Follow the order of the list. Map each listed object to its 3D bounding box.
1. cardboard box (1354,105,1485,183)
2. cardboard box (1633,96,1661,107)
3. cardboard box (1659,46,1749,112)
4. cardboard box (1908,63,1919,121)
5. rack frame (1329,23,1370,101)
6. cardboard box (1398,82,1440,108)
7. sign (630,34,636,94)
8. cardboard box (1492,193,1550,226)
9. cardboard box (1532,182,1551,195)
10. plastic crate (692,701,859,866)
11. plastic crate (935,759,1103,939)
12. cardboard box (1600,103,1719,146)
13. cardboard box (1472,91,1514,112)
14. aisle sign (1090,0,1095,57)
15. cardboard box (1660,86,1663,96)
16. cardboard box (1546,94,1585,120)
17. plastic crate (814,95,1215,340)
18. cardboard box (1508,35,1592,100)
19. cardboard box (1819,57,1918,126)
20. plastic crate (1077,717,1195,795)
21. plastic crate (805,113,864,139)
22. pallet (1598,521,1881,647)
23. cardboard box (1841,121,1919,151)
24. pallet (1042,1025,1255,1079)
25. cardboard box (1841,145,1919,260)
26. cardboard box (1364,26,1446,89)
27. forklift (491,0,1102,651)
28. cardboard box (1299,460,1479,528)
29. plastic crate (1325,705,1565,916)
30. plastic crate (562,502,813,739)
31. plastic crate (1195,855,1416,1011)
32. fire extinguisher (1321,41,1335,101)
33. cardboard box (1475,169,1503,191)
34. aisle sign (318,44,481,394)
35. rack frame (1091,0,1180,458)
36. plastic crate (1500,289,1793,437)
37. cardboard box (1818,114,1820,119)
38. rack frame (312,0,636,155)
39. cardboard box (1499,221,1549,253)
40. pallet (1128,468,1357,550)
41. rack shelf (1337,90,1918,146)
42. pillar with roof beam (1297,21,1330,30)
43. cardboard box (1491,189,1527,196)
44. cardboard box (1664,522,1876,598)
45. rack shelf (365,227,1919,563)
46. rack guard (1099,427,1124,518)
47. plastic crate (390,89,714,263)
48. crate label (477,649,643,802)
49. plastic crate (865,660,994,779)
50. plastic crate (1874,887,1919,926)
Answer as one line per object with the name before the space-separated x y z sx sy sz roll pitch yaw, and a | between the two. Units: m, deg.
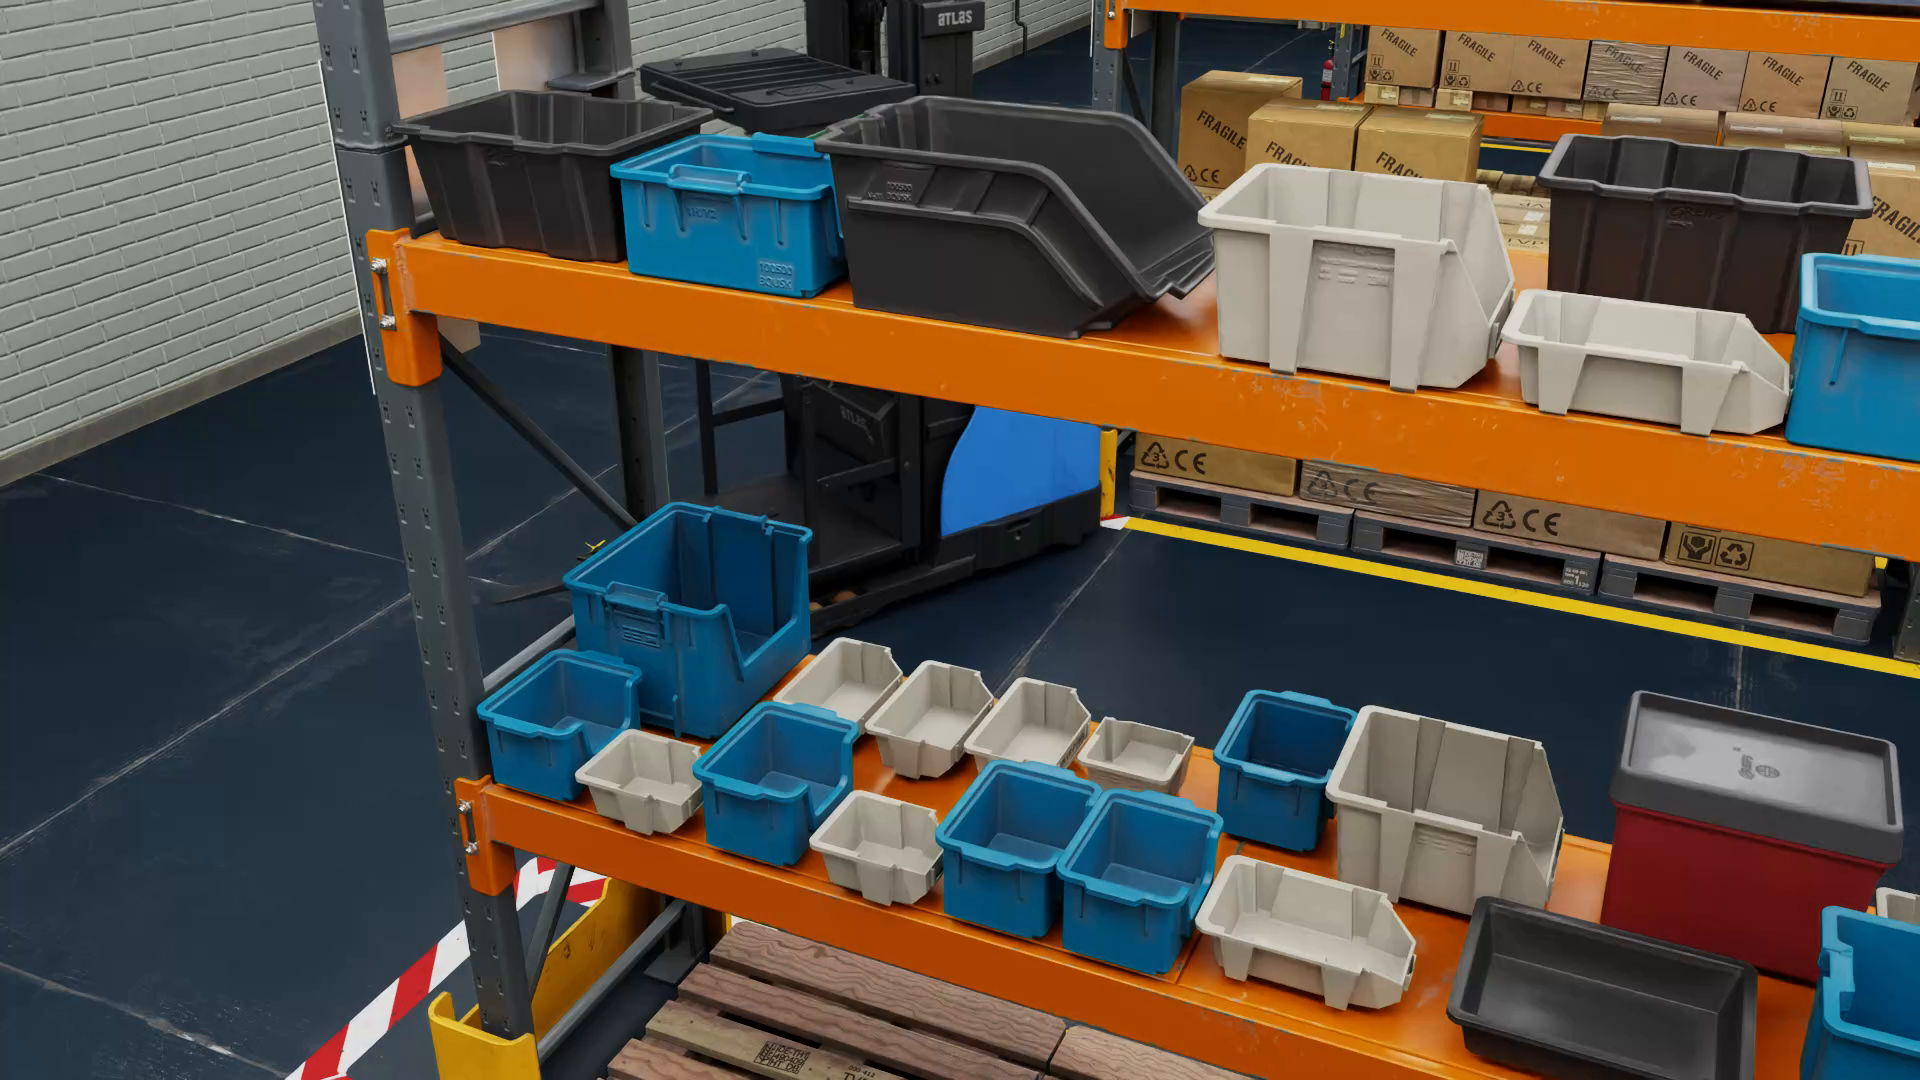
cardboard box | 2.160 -1.738 7.869 0.500 0.500 0.500 11 28 20
cardboard box | 4.882 -3.063 11.859 0.250 0.149 0.380 12 29 23
cardboard box | 5.210 -3.300 11.608 0.500 0.500 0.500 11 28 22
cardboard box | 9.246 -4.123 15.659 0.875 0.875 0.875 12 29 23
rack frame | 3.051 -3.692 12.852 0.127 3.000 1.000 11 28 22
cardboard box | 3.459 -3.358 12.459 0.250 0.149 0.380 12 29 24
sign | -0.932 -1.247 4.610 0.005 0.325 0.100 11 28 22
cardboard box | 2.857 -1.521 8.276 0.500 0.250 0.500 11 28 22
cardboard box | 4.608 -2.708 12.933 0.250 0.149 0.380 12 29 24
plastic crate | -0.457 0.622 4.213 0.300 0.233 0.416 11 28 22
plastic crate | 0.142 0.742 3.968 0.300 0.233 0.416 11 28 22
cardboard box | 3.296 -1.764 7.921 0.500 0.500 0.500 10 28 20
cardboard box | 3.974 -3.295 12.331 0.250 0.149 0.380 13 29 24
aisle sign | 0.716 -2.775 8.047 0.004 0.787 0.394 11 28 22
cardboard box | 5.087 -3.283 12.306 0.250 0.149 0.380 12 29 24
cardboard box | 4.424 -3.179 12.096 0.250 0.149 0.380 11 28 21
plastic crate | 0.132 -0.652 3.353 0.767 0.338 0.504 11 28 22
cardboard box | 4.283 -3.495 12.002 0.500 0.500 0.500 12 29 22
cardboard box | 6.135 -3.114 11.228 0.500 0.500 0.500 11 28 22
plastic crate | 0.471 0.590 4.386 0.250 0.136 0.298 11 28 22
plastic crate | -0.129 -0.909 4.045 0.336 0.188 0.450 11 28 22
pallet | 3.887 0.096 8.316 1.213 0.211 1.003 11 28 22
cardboard box | 4.217 -1.577 7.542 0.500 0.500 0.500 11 28 22
pallet | 0.696 1.917 4.618 1.213 0.211 1.003 11 28 22
cardboard box | 4.018 -1.364 7.108 0.500 0.500 0.500 12 29 23
cardboard box | 3.345 -3.677 12.372 0.500 0.500 0.500 13 29 24
forklift | -0.753 -1.118 7.702 3.031 2.935 1.130 -18 31 -32
cardboard box | 2.350 -0.700 8.705 0.875 0.875 0.875 11 28 22
plastic crate | 1.183 0.680 4.039 0.530 0.282 0.437 11 28 22
plastic crate | -0.763 0.219 4.801 0.499 0.435 0.616 11 28 22
plastic crate | 0.787 0.901 3.755 0.466 0.136 0.293 11 28 22
fire extinguisher | 3.012 -3.721 13.422 0.183 0.674 0.296 11 28 22
cardboard box | 4.131 -2.808 13.136 0.250 0.149 0.380 11 28 21
aisle sign | -1.333 -0.784 4.004 0.004 0.787 0.394 11 28 22
rack frame | 0.905 -1.716 8.839 0.127 3.000 1.000 11 28 22
plastic crate | 1.181 -0.300 2.866 0.466 0.136 0.293 11 28 22
cardboard box | 5.837 -2.882 11.492 0.250 0.149 0.380 13 29 24
rack frame | -1.145 -2.416 3.469 0.127 3.000 1.000 11 28 22
cardboard box | 2.640 -1.307 7.841 0.500 0.250 0.500 11 28 21
pallet | 1.666 -0.350 9.222 1.213 0.211 1.003 11 28 22
rack shelf | 4.871 -3.003 12.269 4.000 0.370 1.077 11 28 22
pillar with roof beam | 3.196 -9.513 17.884 0.400 9.000 9.100 11 28 22
cardboard box | 4.124 -2.524 12.559 0.250 0.149 0.380 10 28 19
cardboard box | 3.979 -0.373 8.041 0.875 0.875 0.875 11 28 22
rack shelf | 0.676 -0.382 3.548 4.000 0.370 1.077 11 28 22
rack guard | 0.884 -0.599 9.400 0.348 0.500 1.175 11 28 22
plastic crate | -0.910 -0.829 3.790 0.590 0.269 0.497 11 28 22
crate label | -1.056 0.501 4.457 0.303 0.233 0.416 11 28 22
plastic crate | -0.070 0.502 4.565 0.243 0.136 0.396 11 28 22
plastic crate | 2.132 0.956 3.643 0.243 0.136 0.396 11 28 22
